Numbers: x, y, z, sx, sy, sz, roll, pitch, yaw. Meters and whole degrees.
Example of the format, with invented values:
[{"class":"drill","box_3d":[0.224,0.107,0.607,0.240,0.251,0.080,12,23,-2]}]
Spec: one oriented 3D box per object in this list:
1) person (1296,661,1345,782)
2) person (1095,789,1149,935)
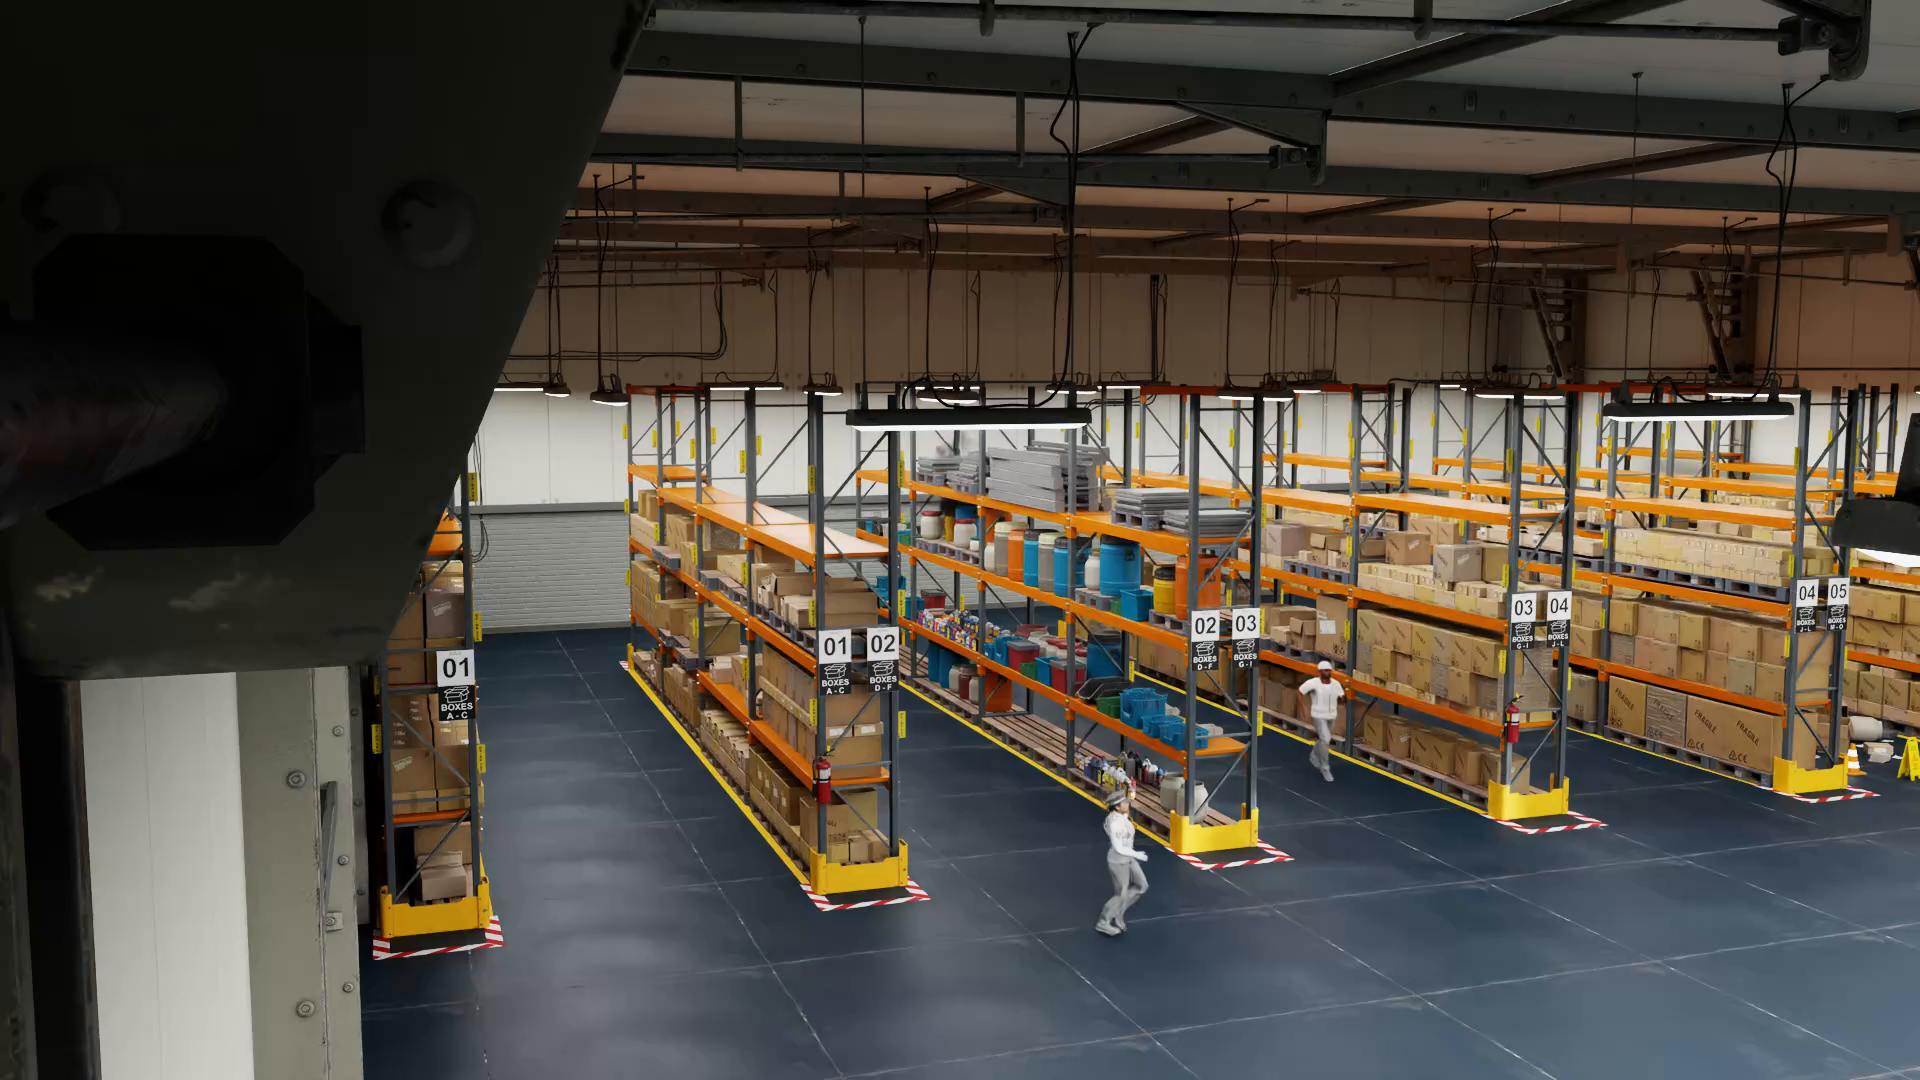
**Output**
[{"class":"person","box_3d":[5.648,2.777,25.844,0.677,1.821,0.820,-3,6,-24]},{"class":"person","box_3d":[1.829,3.587,18.591,0.575,1.651,0.628,1,6,12]}]
